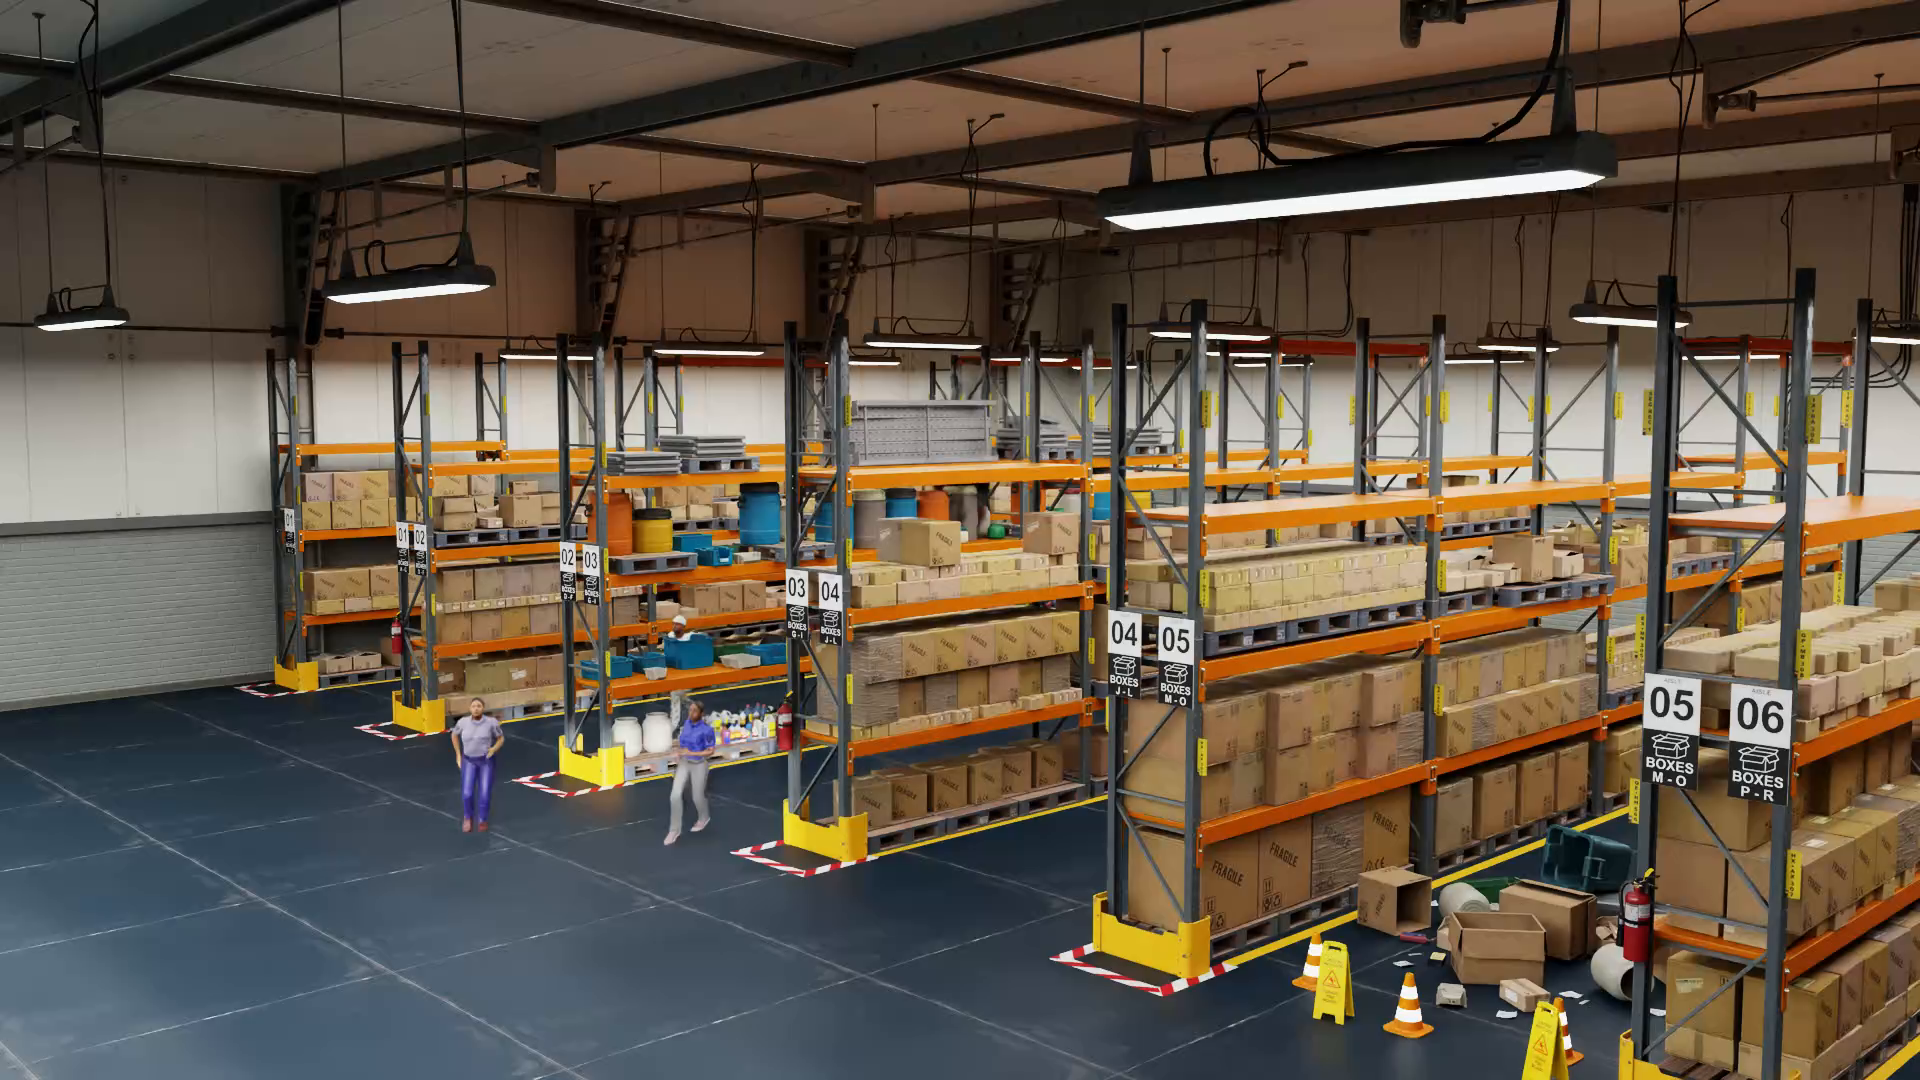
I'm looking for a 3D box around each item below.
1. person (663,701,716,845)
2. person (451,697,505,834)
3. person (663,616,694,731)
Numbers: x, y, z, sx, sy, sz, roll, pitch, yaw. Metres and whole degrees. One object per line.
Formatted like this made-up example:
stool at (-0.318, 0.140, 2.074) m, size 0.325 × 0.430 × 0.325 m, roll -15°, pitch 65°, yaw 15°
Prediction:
person at (-3.050, 2.696, 19.365) m, size 0.585 × 1.704 × 0.728 m, roll 2°, pitch 5°, yaw 24°
person at (-5.680, 2.663, 19.622) m, size 0.606 × 1.631 × 0.625 m, roll -1°, pitch 5°, yaw -16°
person at (-4.337, 2.051, 25.825) m, size 0.682 × 1.777 × 0.885 m, roll 3°, pitch 6°, yaw 33°
